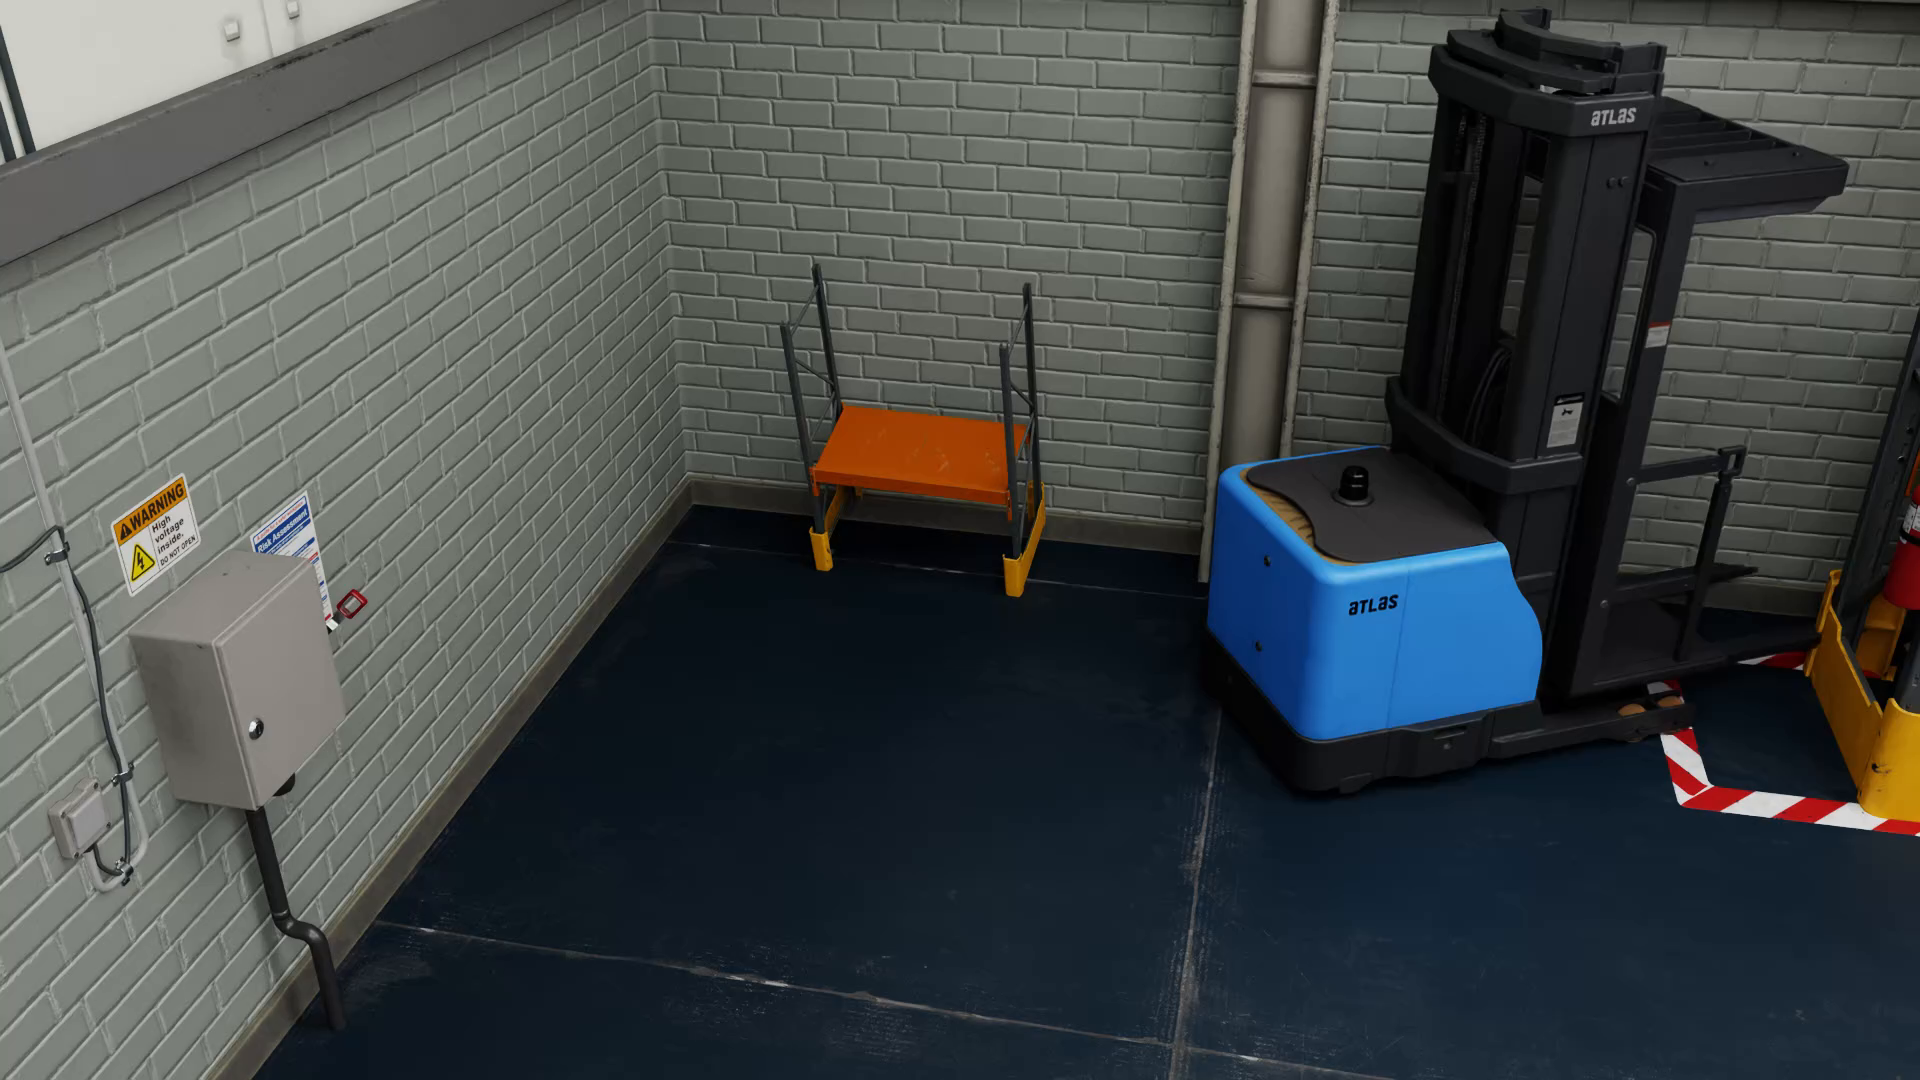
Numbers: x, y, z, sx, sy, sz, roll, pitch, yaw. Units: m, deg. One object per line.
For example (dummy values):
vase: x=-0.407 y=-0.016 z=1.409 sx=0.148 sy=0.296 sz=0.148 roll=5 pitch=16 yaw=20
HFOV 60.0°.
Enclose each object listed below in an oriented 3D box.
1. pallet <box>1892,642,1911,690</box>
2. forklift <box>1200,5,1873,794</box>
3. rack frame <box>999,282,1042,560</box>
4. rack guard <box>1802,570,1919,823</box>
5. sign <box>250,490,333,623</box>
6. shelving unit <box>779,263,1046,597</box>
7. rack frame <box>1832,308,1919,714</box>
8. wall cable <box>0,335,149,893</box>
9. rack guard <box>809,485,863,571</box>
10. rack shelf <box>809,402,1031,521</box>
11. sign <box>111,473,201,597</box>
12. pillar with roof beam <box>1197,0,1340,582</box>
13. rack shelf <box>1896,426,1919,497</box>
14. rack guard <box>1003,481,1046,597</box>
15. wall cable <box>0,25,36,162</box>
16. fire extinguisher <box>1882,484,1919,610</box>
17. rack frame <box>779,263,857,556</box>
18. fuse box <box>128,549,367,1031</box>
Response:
pallet: x=4.723 y=0.844 z=6.988 sx=1.213 sy=0.211 sz=1.003 roll=6 pitch=29 yaw=11
forklift: x=2.663 y=-0.647 z=6.880 sx=3.031 sy=2.935 sz=1.130 roll=-8 pitch=30 yaw=-15
rack frame: x=0.300 y=-0.460 z=7.918 sx=0.032 sy=1.500 sz=0.500 roll=7 pitch=45 yaw=13
rack guard: x=3.943 y=0.638 z=7.064 sx=0.348 sy=0.500 sz=1.175 roll=6 pitch=29 yaw=11
sign: x=-2.201 y=0.128 z=5.492 sx=0.001 sy=0.494 sz=0.329 roll=6 pitch=29 yaw=11
shelving unit: x=-0.199 y=-0.525 z=8.038 sx=1.083 sy=1.500 sz=0.587 roll=7 pitch=45 yaw=13
rack frame: x=3.869 y=-0.466 z=6.478 sx=0.127 sy=3.000 sz=1.000 roll=6 pitch=29 yaw=11
wall cable: x=-2.399 y=0.198 z=4.207 sx=0.122 sy=1.984 sz=0.588 roll=6 pitch=29 yaw=11
rack guard: x=-0.635 y=-0.134 z=8.582 sx=0.087 sy=0.250 sz=0.587 roll=7 pitch=45 yaw=13
rack shelf: x=-0.177 y=-0.393 z=8.159 sx=1.000 sy=0.185 sz=0.538 roll=7 pitch=45 yaw=13
sign: x=-2.316 y=-0.018 z=4.799 sx=0.001 sy=0.242 sz=0.339 roll=6 pitch=29 yaw=11
pillar with roof beam: x=0.521 y=-1.770 z=2.611 sx=0.400 sy=9.000 sz=9.100 roll=6 pitch=29 yaw=11
rack shelf: x=5.825 y=0.050 z=6.284 sx=4.000 sy=0.370 sz=1.077 roll=6 pitch=29 yaw=11
rack guard: x=0.326 y=-0.010 z=8.351 sx=0.087 sy=0.250 sz=0.587 roll=7 pitch=45 yaw=13
wall cable: x=-2.008 y=-2.878 z=4.597 sx=0.133 sy=3.039 sz=2.988 roll=6 pitch=29 yaw=11
fire extinguisher: x=3.628 y=-0.066 z=6.216 sx=0.183 sy=0.674 sz=0.296 roll=6 pitch=29 yaw=11
rack frame: x=-0.681 y=-0.587 z=8.154 sx=0.032 sy=1.500 sz=0.500 roll=7 pitch=45 yaw=13
fuse box: x=-2.102 y=0.904 z=5.317 sx=0.414 sy=1.711 sz=0.539 roll=6 pitch=29 yaw=11
